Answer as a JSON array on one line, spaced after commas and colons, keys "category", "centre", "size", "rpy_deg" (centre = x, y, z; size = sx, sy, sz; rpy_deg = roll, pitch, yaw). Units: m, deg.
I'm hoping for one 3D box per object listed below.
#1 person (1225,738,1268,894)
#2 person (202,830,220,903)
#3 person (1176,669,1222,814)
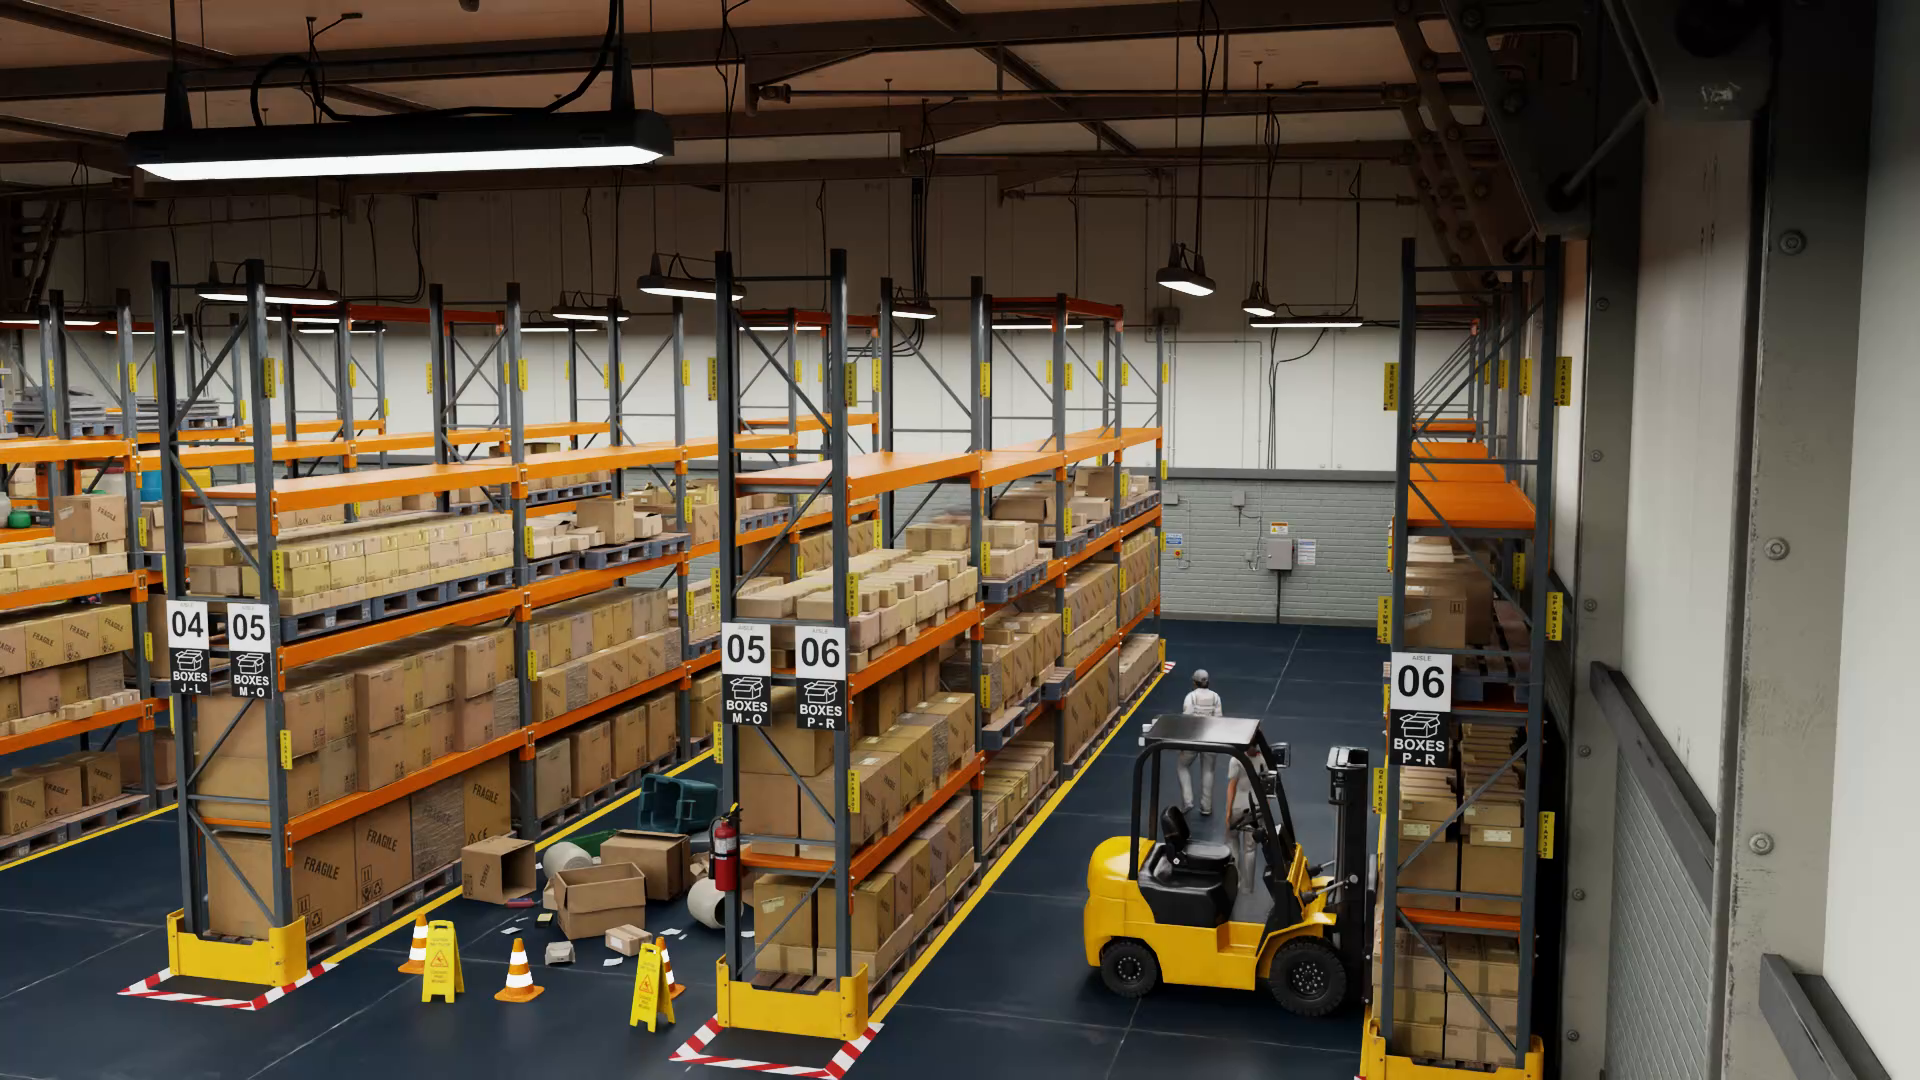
[{"category": "person", "centre": [2.784, 2.661, 16.117], "size": [0.453, 1.708, 0.606], "rpy_deg": [0, 6, 5]}, {"category": "person", "centre": [-7.093, 2.586, 16.240], "size": [0.593, 1.783, 0.686], "rpy_deg": [0, 6, 3]}, {"category": "person", "centre": [2.759, 2.342, 19.152], "size": [0.525, 1.710, 0.424], "rpy_deg": [-1, 6, -12]}]
